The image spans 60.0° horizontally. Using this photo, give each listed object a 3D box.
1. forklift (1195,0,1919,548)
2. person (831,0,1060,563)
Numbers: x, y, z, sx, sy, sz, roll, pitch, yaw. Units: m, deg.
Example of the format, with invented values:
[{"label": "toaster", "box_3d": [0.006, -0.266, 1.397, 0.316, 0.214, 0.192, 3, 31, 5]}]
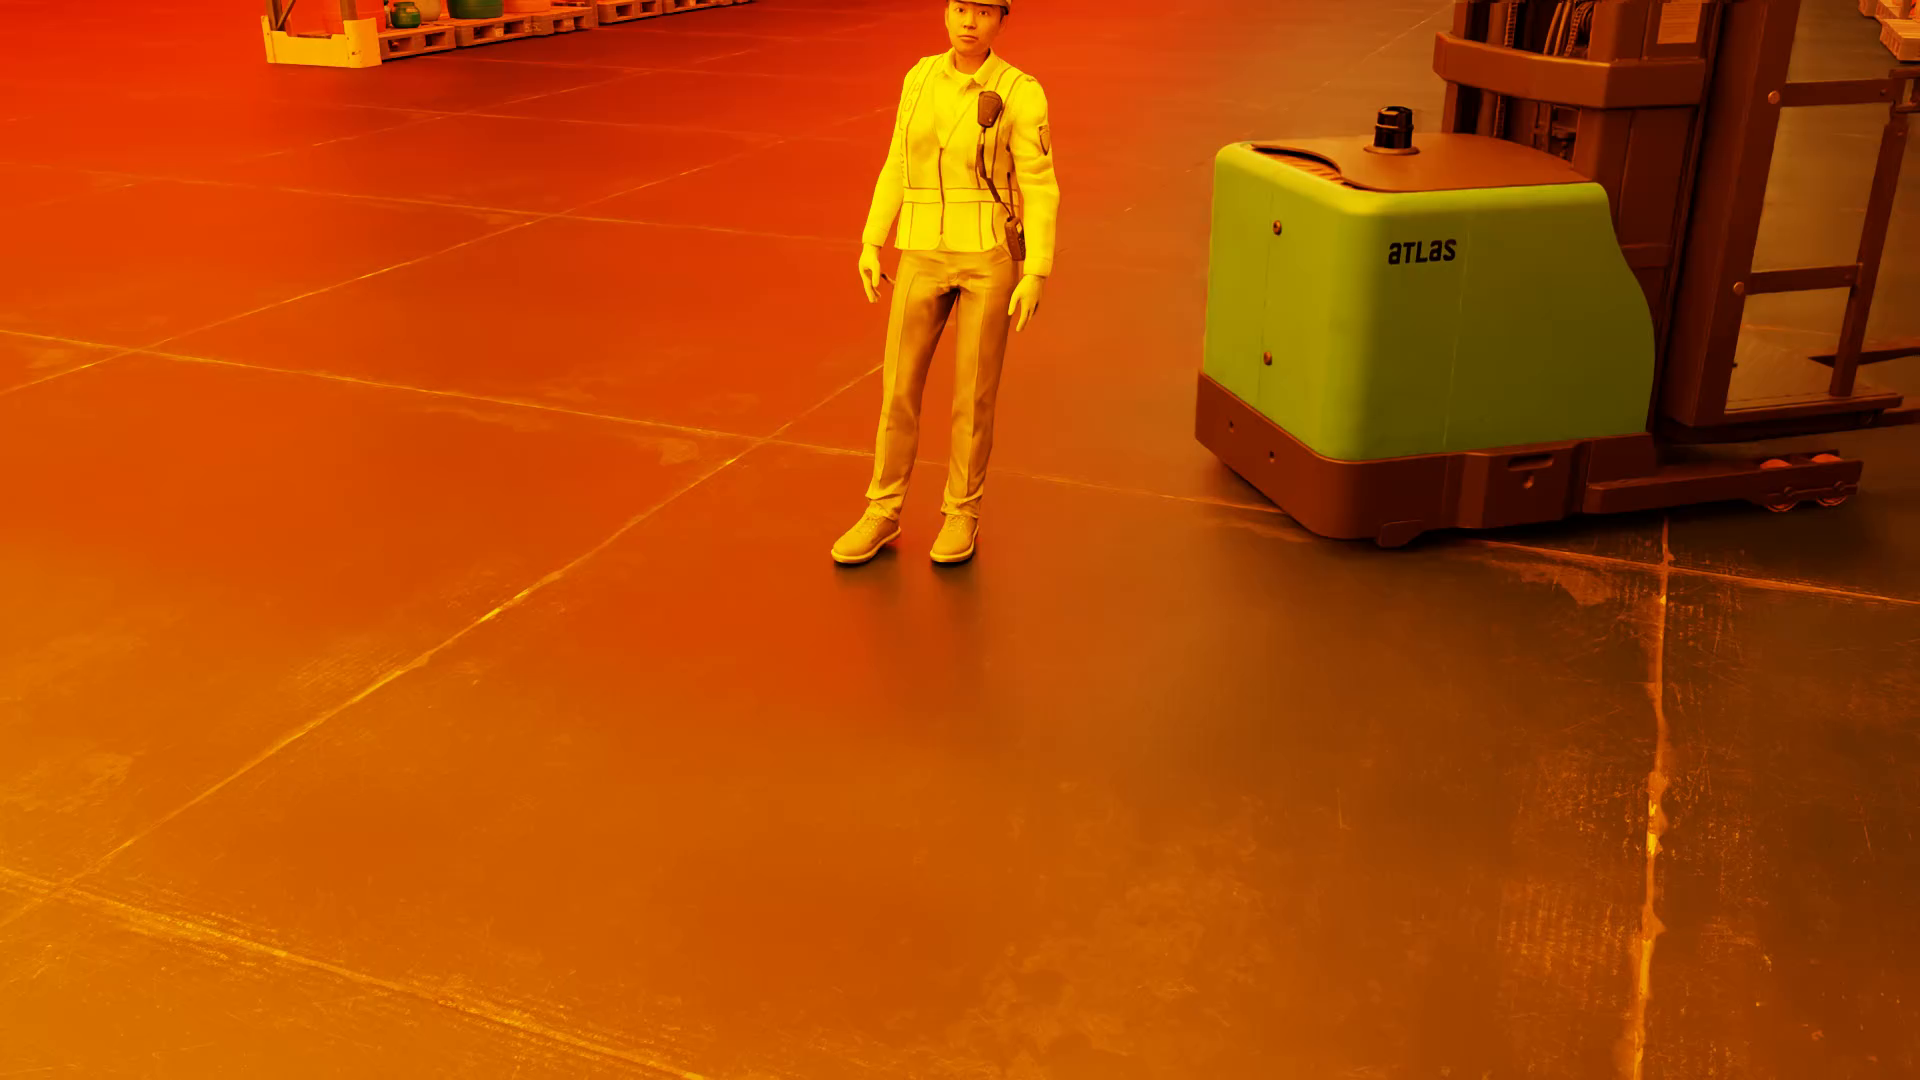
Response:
[{"label": "forklift", "box_3d": [2.388, -1.630, 5.193, 3.031, 2.935, 1.130, -6, 23, -14]}, {"label": "person", "box_3d": [-0.033, -0.765, 4.707, 0.587, 1.694, 0.529, 9, 24, 21]}]
